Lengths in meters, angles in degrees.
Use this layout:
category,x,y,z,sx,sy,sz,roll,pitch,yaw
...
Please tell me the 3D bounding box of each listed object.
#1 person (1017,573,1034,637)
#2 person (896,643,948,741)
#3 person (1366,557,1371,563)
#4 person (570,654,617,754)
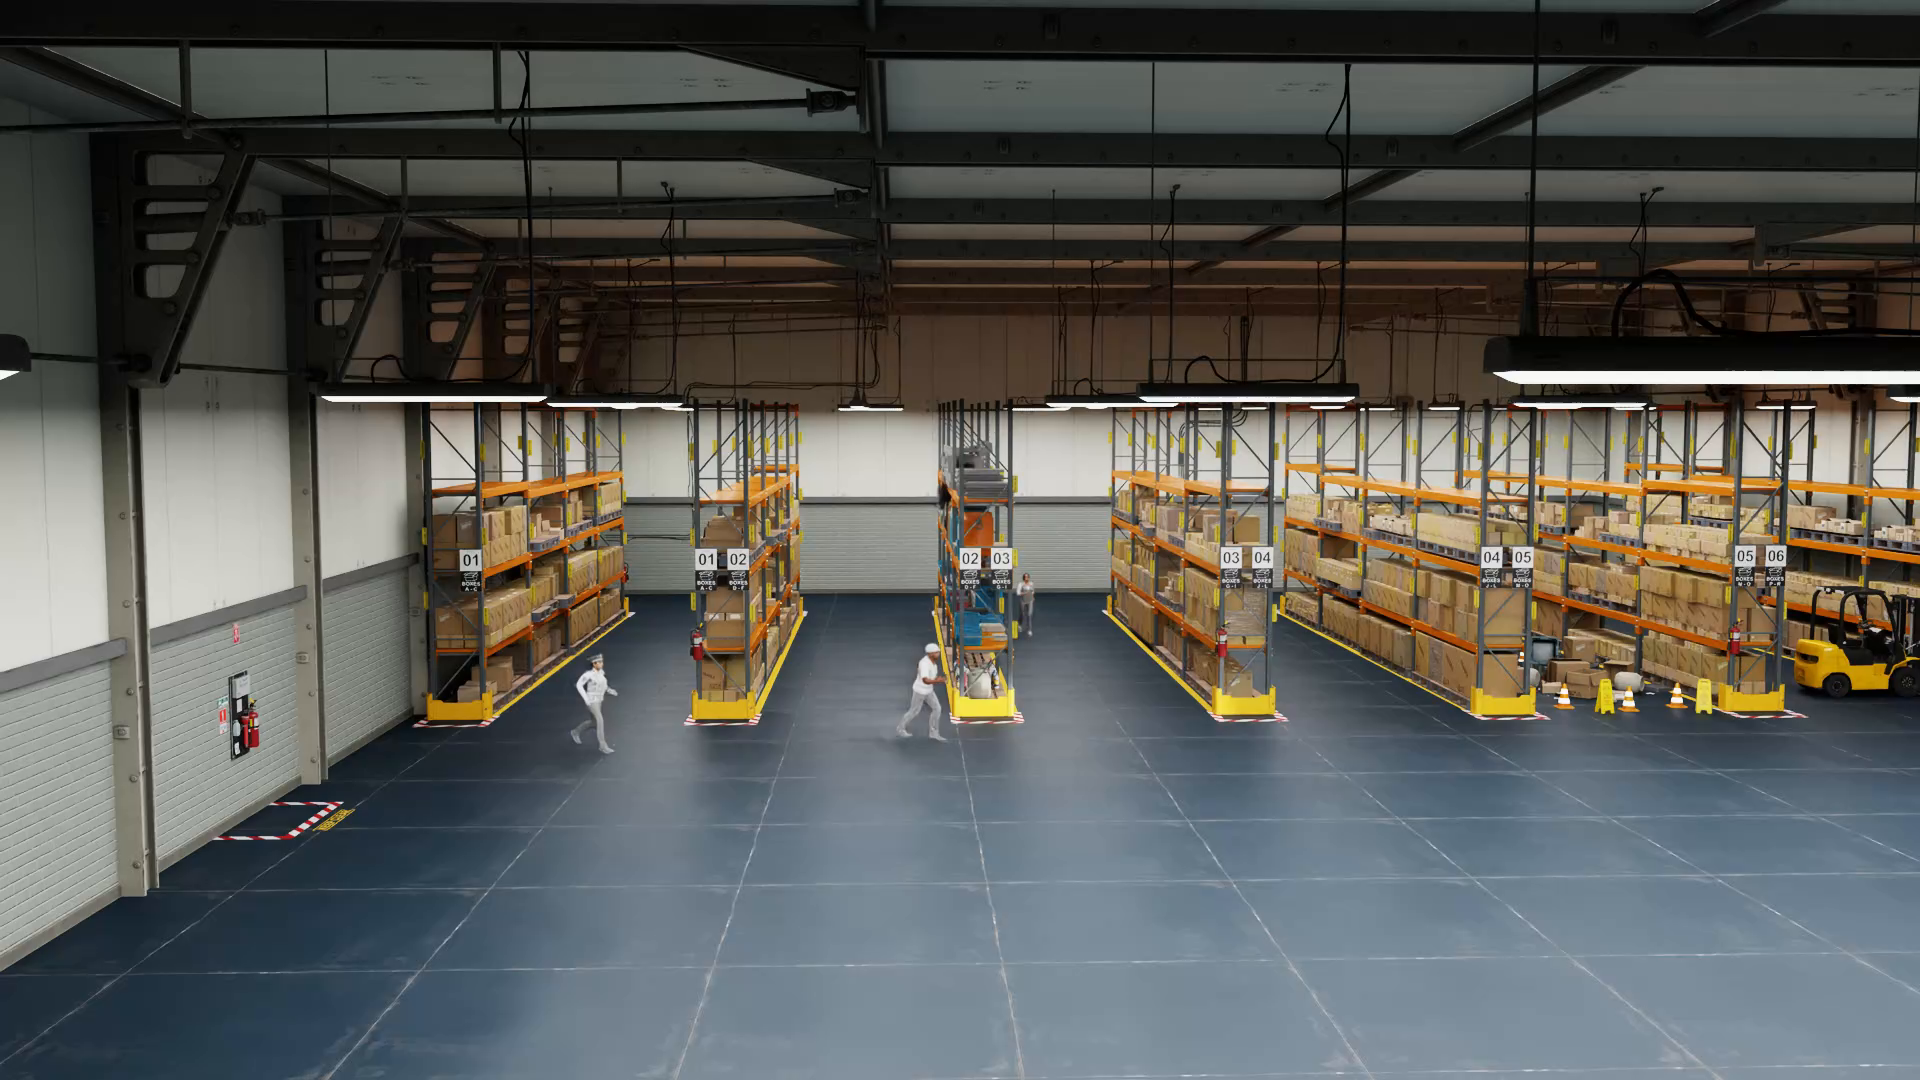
category,x,y,z,sx,sy,sz,roll,pitch,yaw
person,1.687,1.643,42.898,0.533,1.609,0.861,-1,4,-15
person,-0.638,2.656,29.028,0.982,1.735,0.714,2,5,21
person,11.698,1.315,47.267,0.577,1.661,0.929,-2,5,-29
person,-6.255,2.754,28.175,0.906,1.676,0.592,2,5,21
